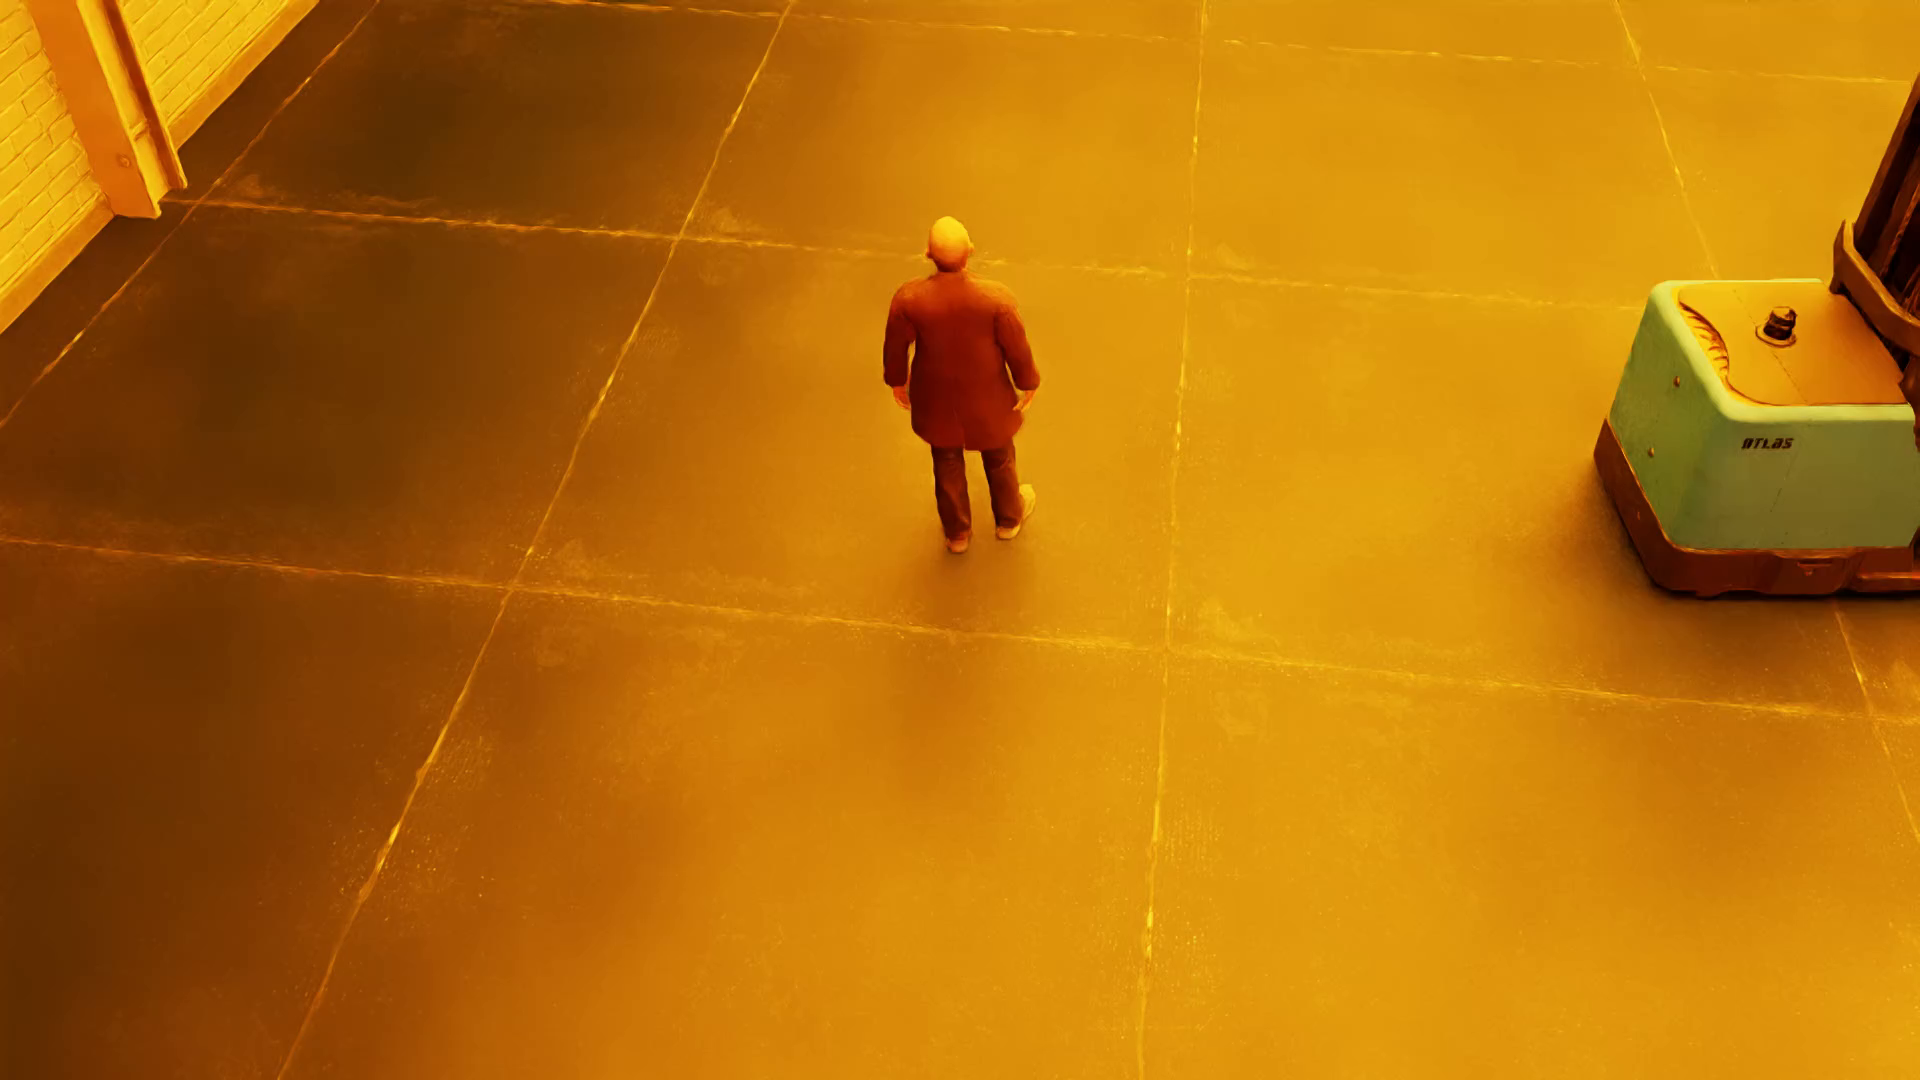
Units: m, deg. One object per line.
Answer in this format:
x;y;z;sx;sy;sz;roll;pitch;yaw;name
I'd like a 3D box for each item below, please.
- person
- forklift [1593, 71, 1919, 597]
0.017;-0.721;7.351;0.694;1.776;0.580;5;43;6;person
4.660;-1.175;7.003;3.031;2.935;1.130;-1;43;-1;forklift
